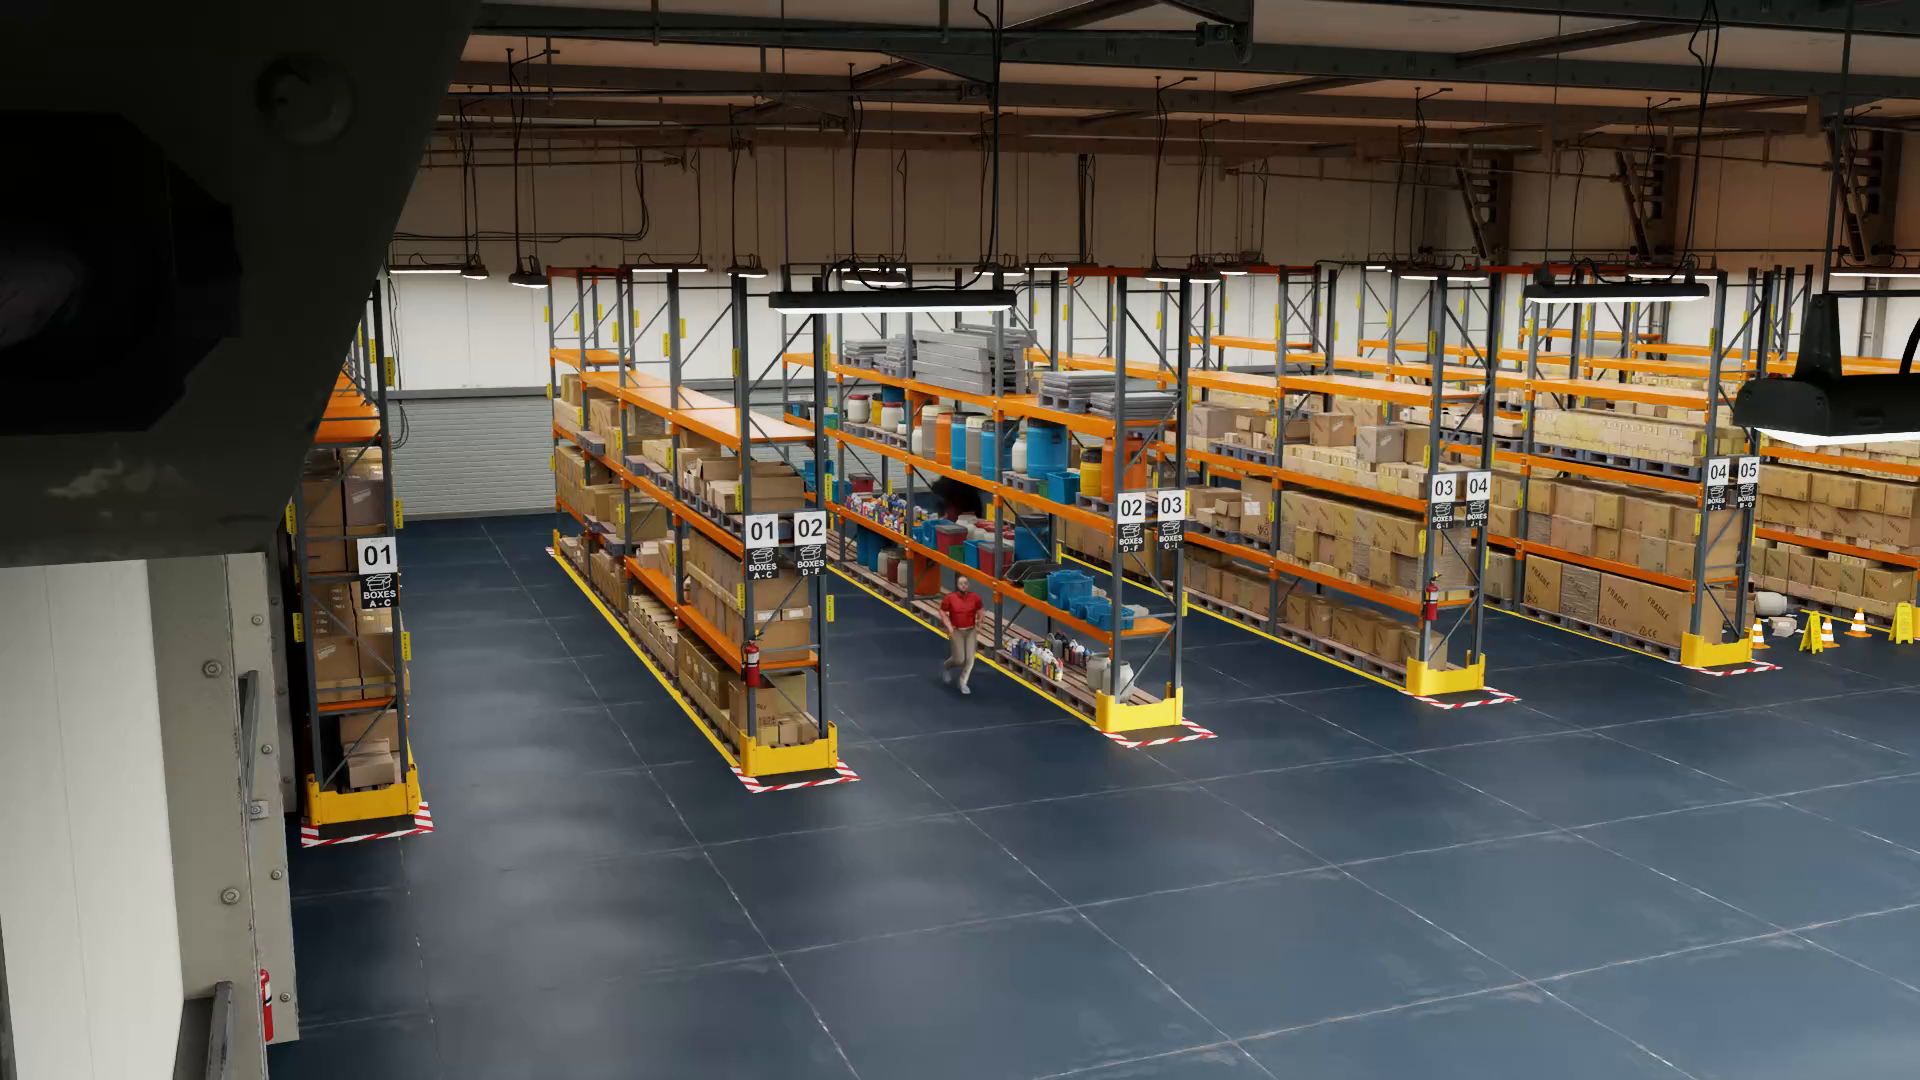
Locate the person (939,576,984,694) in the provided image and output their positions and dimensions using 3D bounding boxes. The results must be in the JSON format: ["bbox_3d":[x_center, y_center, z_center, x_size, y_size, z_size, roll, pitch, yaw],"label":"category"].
[{"bbox_3d":[0.046,1.352,24.081,0.653,1.700,0.647,-3,10,-17],"label":"person"}]
